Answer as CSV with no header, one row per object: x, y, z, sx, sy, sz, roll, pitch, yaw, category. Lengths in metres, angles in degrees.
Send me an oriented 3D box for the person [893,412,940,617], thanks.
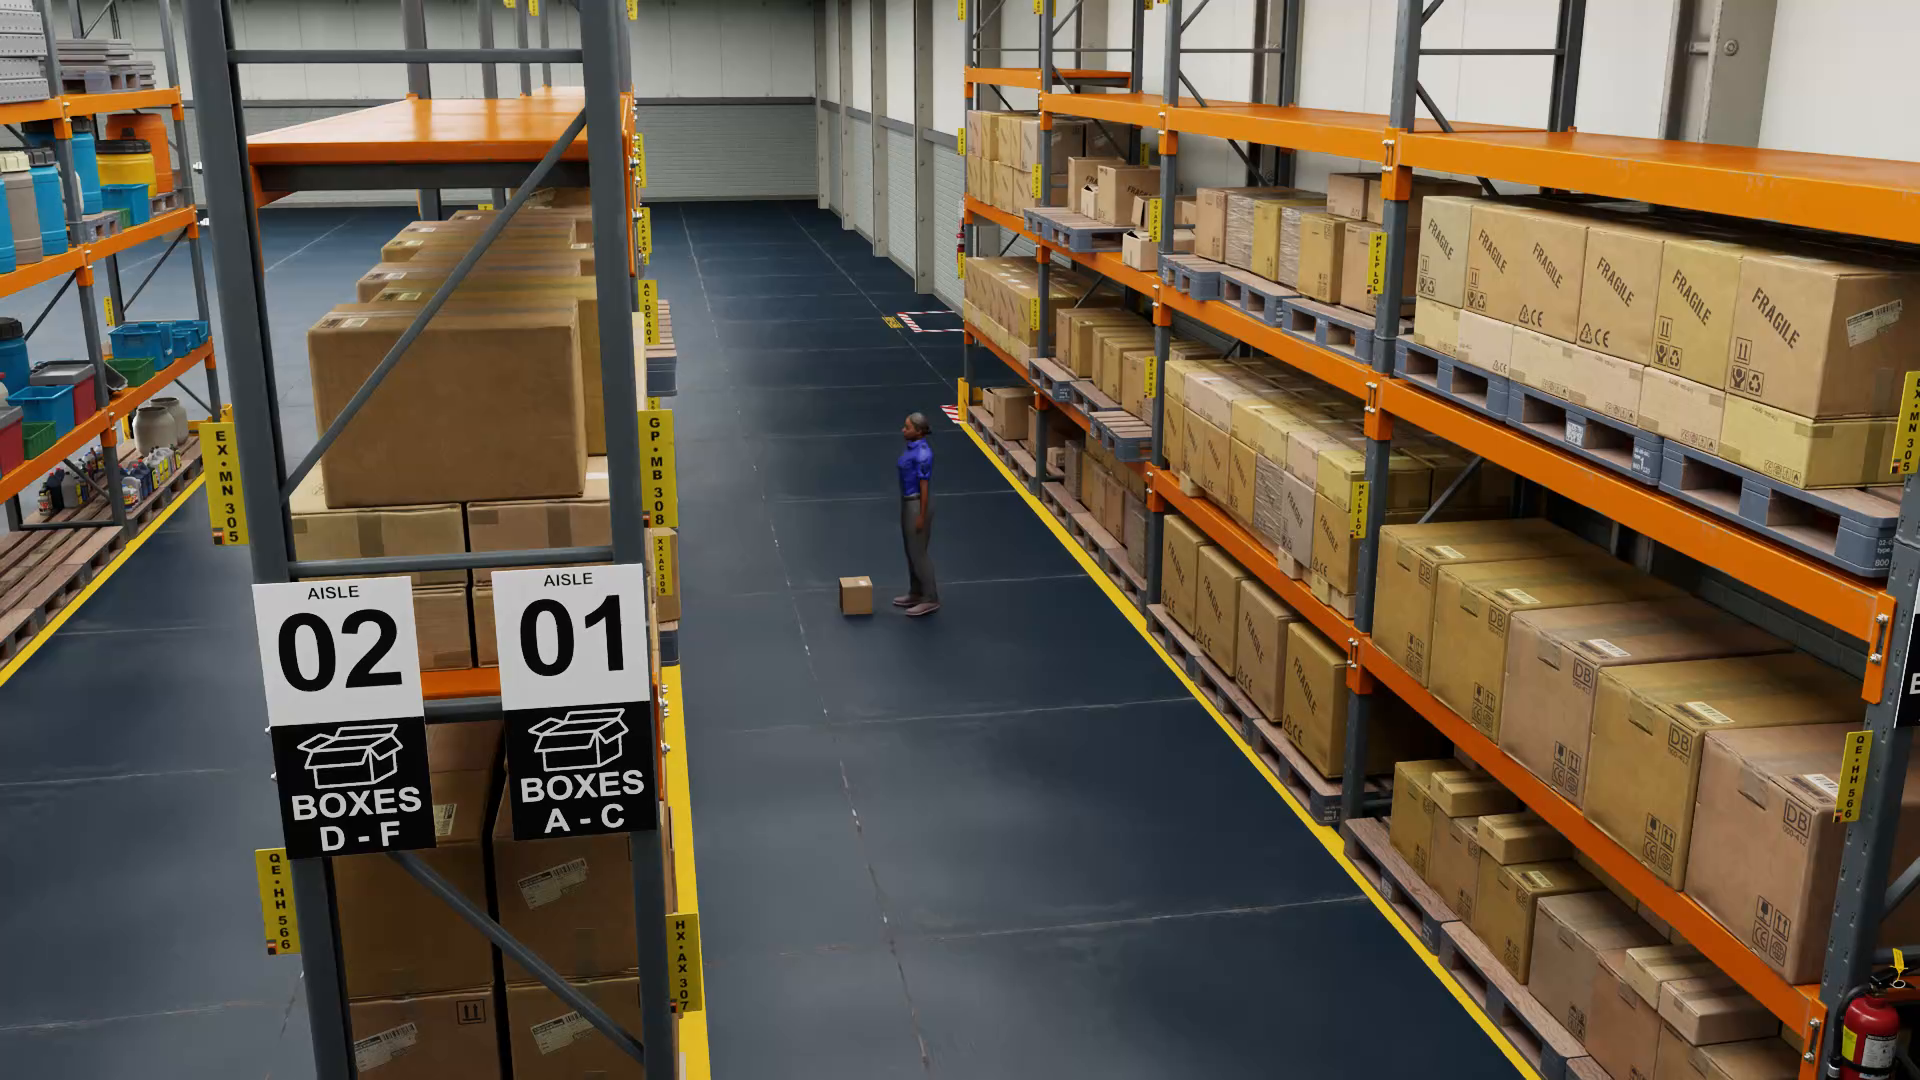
-0.378,-0.231,13.805,0.349,1.669,0.501,-3,17,-11,person
